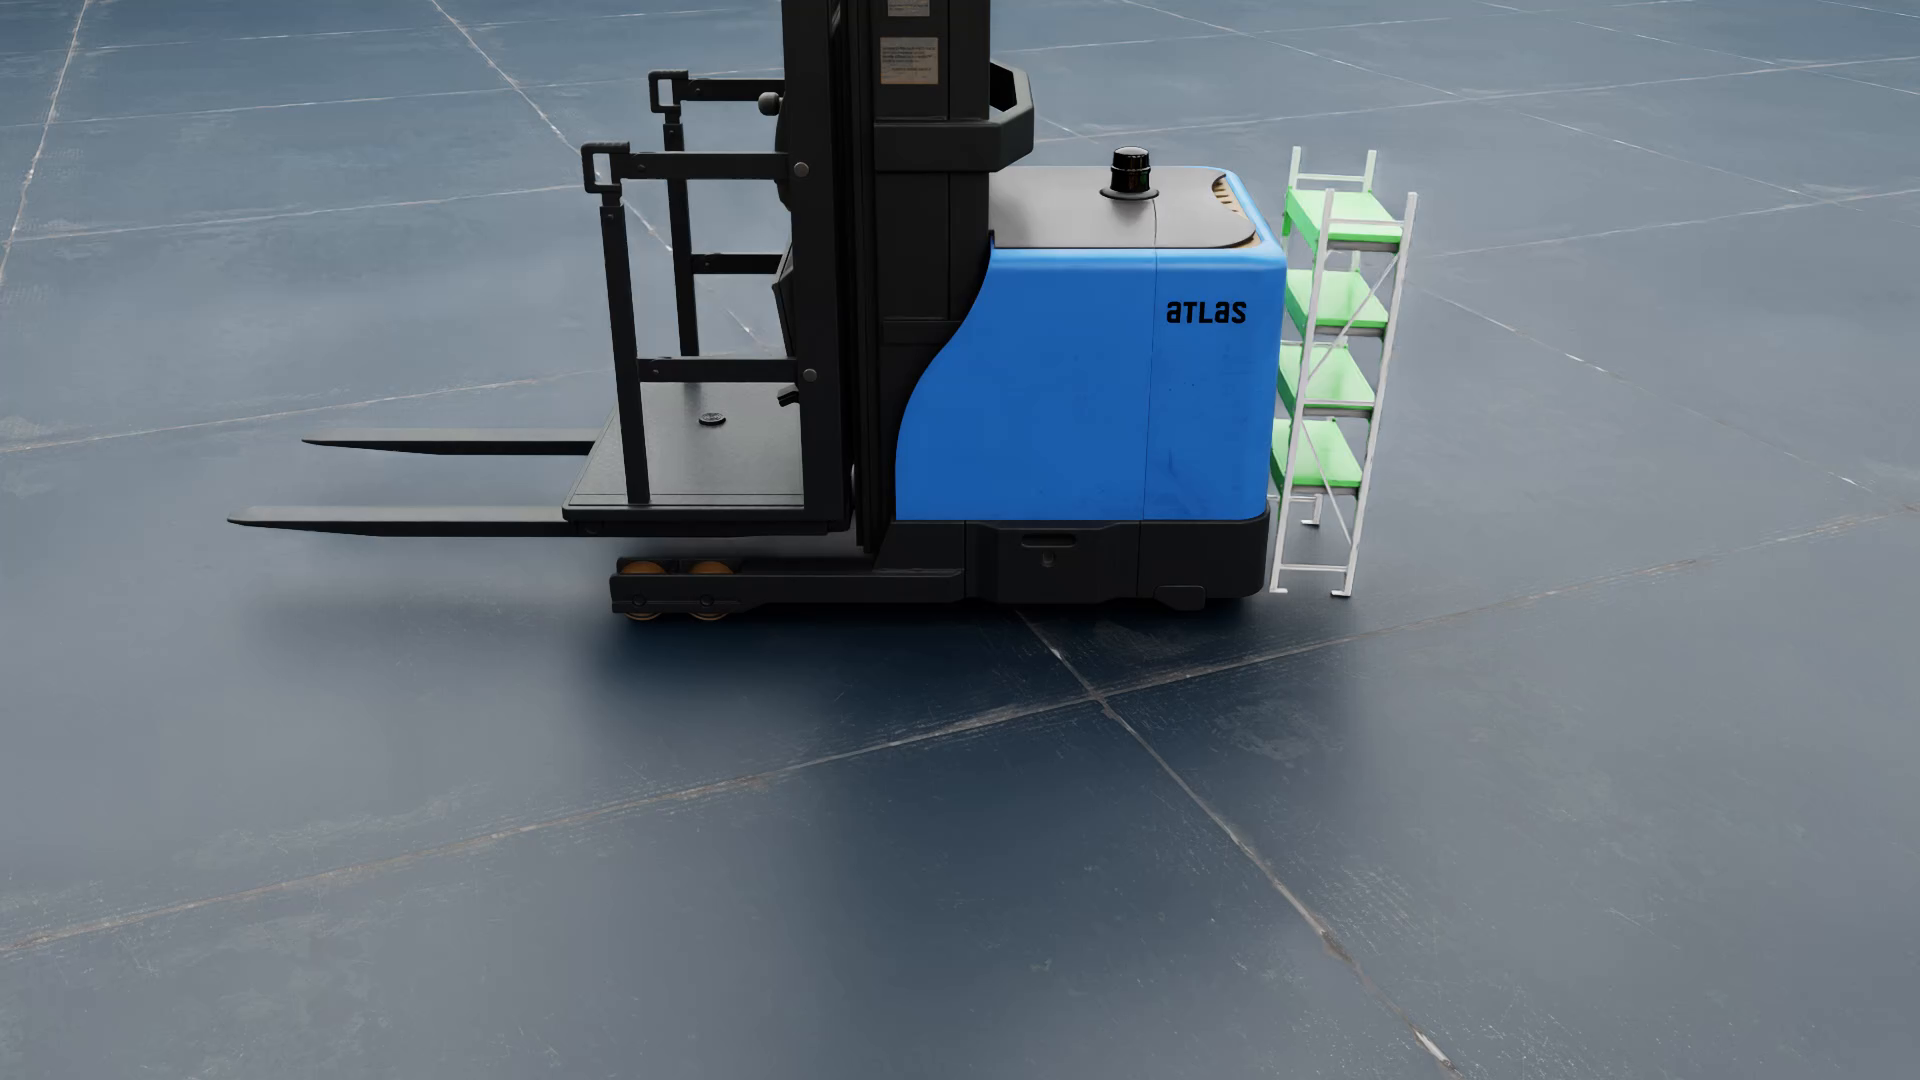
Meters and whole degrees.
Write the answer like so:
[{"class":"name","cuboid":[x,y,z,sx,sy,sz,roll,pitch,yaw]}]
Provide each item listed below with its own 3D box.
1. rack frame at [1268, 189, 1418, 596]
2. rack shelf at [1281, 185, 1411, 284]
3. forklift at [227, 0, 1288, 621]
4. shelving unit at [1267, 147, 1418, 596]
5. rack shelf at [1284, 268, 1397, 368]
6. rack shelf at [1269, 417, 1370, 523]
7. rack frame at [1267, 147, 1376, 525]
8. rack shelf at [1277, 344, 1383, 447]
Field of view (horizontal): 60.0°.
[{"class":"rack frame","cuboid":[1.059,-0.382,4.651,0.240,1.200,0.015,2,26,-1]},{"class":"rack shelf","cuboid":[1.079,-0.862,4.688,0.258,0.148,0.480,2,26,-1]},{"class":"forklift","cuboid":[-0.631,-1.318,4.609,3.031,2.935,1.130,0,26,0]},{"class":"shelving unit","cuboid":[1.060,-0.489,4.871,0.258,1.200,0.503,2,26,-1]},{"class":"rack shelf","cuboid":[1.068,-0.647,4.793,0.258,0.148,0.480,2,26,-1]},{"class":"rack shelf","cuboid":[1.046,-0.216,5.004,0.258,0.148,0.480,2,26,-1]},{"class":"rack frame","cuboid":[1.061,-0.596,5.090,0.240,1.200,0.015,2,26,-1]},{"class":"rack shelf","cuboid":[1.057,-0.432,4.899,0.258,0.148,0.480,2,26,-1]}]
